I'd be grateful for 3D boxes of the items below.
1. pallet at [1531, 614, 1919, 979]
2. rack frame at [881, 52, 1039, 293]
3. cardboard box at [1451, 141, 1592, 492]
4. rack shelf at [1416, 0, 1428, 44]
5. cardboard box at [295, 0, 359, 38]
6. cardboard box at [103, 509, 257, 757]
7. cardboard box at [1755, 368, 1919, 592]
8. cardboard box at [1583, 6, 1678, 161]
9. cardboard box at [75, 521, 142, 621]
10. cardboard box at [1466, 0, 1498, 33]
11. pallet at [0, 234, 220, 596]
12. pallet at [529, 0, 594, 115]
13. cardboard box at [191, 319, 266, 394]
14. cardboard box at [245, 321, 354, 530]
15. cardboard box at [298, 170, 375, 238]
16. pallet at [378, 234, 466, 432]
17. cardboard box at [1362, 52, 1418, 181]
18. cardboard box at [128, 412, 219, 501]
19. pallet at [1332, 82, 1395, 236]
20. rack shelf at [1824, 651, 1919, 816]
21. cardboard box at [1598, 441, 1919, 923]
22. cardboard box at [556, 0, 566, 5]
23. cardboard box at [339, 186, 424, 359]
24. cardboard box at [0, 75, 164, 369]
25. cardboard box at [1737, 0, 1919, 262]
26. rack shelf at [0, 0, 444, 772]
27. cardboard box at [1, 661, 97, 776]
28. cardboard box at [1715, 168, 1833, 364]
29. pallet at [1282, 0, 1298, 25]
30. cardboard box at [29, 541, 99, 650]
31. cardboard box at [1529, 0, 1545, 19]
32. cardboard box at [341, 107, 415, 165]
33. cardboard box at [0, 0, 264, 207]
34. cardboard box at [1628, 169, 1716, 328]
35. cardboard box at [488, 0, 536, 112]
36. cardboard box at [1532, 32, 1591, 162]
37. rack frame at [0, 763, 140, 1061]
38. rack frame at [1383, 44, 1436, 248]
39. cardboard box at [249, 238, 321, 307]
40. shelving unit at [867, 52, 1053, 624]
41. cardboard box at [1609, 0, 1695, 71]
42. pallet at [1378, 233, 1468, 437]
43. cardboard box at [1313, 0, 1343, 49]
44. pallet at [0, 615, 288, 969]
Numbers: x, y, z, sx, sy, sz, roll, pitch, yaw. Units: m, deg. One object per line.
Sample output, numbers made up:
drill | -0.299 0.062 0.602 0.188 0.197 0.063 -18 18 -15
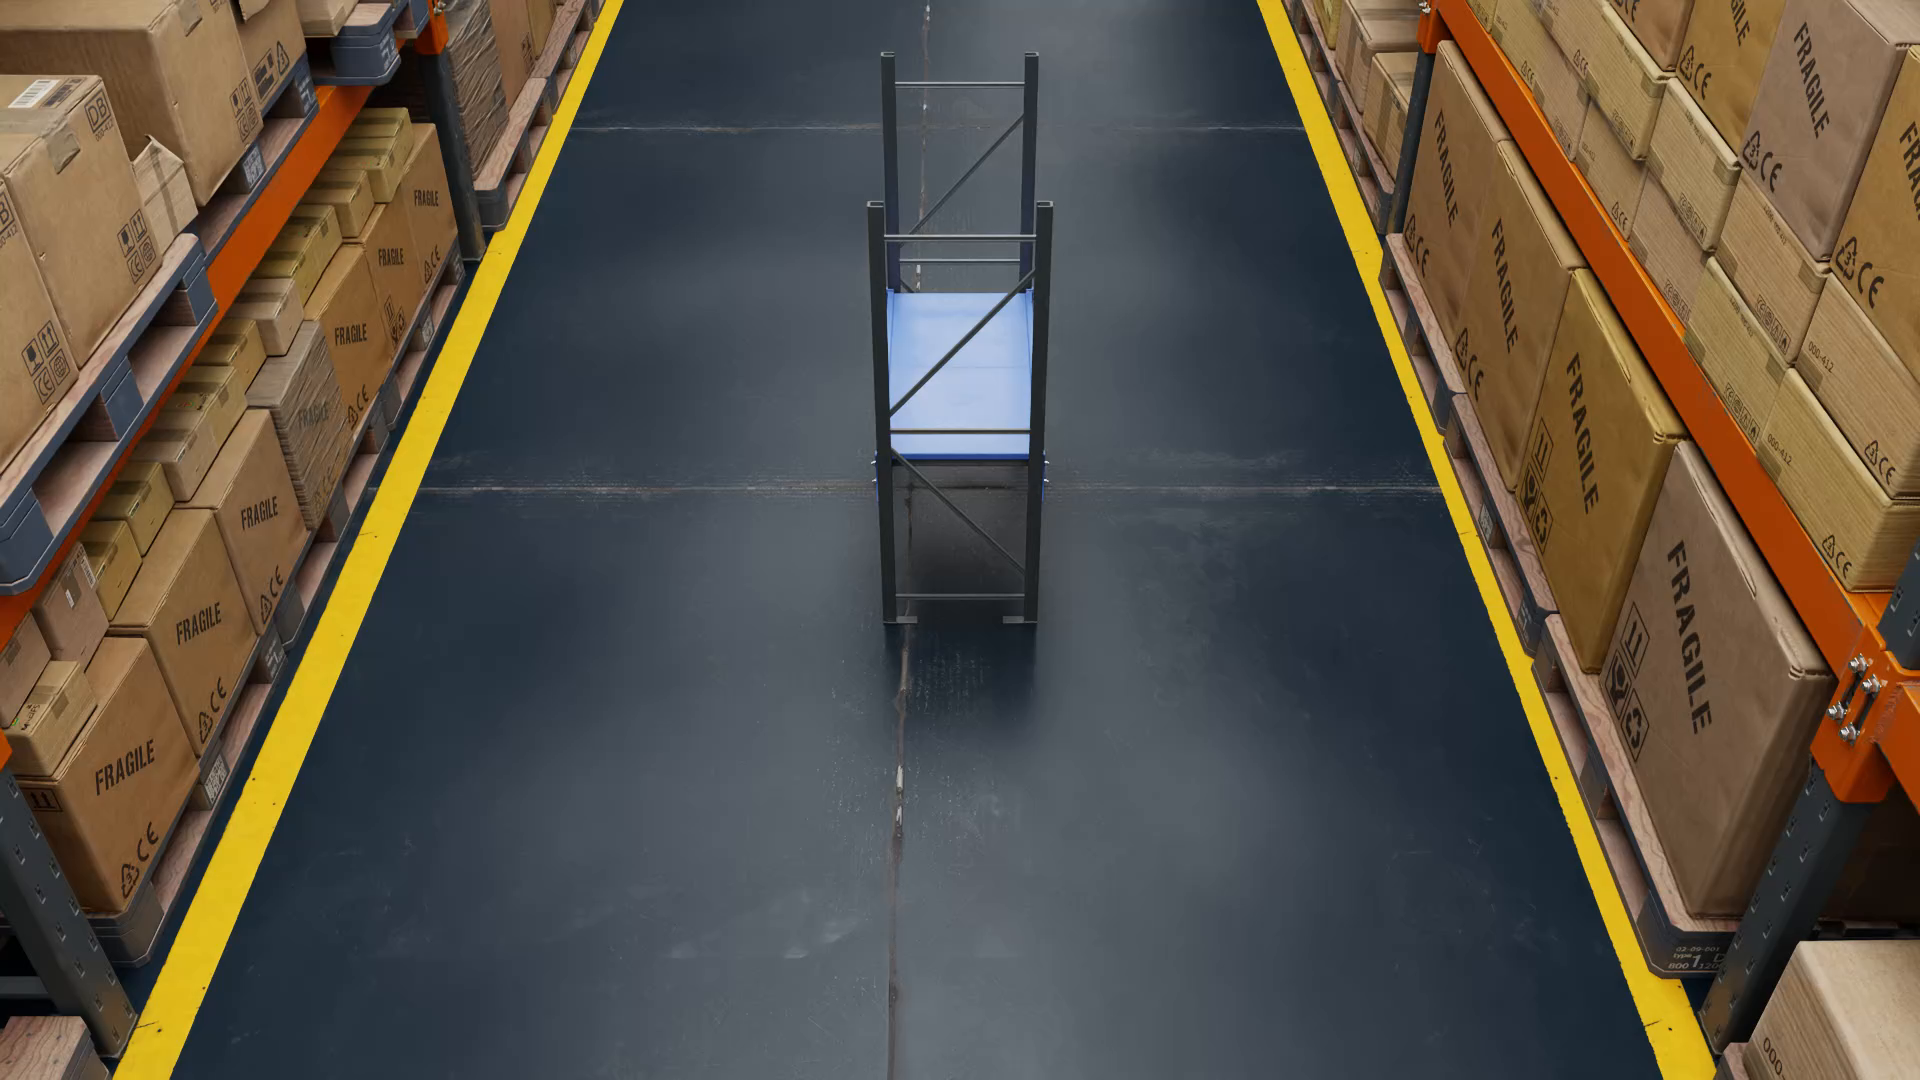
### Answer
pallet | 2.300 0.685 4.726 1.003 0.211 1.213 0 39 0
rack frame | -0.001 -0.956 5.744 0.500 1.500 0.032 0 39 0
cardboard box | 2.286 -0.767 5.671 0.875 0.875 0.875 0 39 1
rack shelf | 2.370 -3.392 8.159 1.077 0.370 4.000 0 39 0
cardboard box | -2.267 -1.862 5.458 0.500 0.250 0.500 -2 39 -2
cardboard box | -2.373 0.262 4.688 0.500 0.500 0.500 -1 39 -1
cardboard box | 2.124 -0.142 3.649 0.500 0.250 0.500 -1 39 -1
cardboard box | 2.101 -1.289 4.680 0.500 0.250 0.500 1 39 1
cardboard box | -2.411 0.086 4.389 0.380 0.149 0.250 -2 39 -2
cardboard box | 2.121 -2.057 6.038 0.500 0.250 0.500 -1 39 -1
pallet | -2.479 -0.339 3.928 1.003 0.211 1.213 0 39 0
pallet | -2.552 -2.603 8.830 1.003 0.211 1.213 0 39 0
cardboard box | -2.415 -0.566 5.202 0.380 0.149 0.250 0 39 0
cardboard box | -2.364 -0.375 5.482 0.500 0.500 0.500 -1 39 -2
cardboard box | -2.350 -1.213 6.010 0.380 0.149 0.250 -1 39 -2
pallet | -2.629 -0.861 6.655 1.003 0.211 1.213 0 39 0
cardboard box | 2.381 -1.913 7.505 0.950 0.372 0.625 -2 39 -3
cardboard box | -2.388 -0.242 4.797 0.380 0.149 0.250 0 39 0
pallet | 2.372 -1.822 7.855 1.003 0.211 1.213 0 39 0
rack shelf | 2.379 1.611 1.916 1.077 0.370 4.000 0 39 0
cardboard box | 2.296 0.357 4.269 0.875 0.875 0.875 1 39 1
cardboard box | -2.591 -3.343 9.086 0.875 0.625 0.625 0 39 0
cardboard box | -2.386 -1.027 6.296 0.500 0.500 0.500 -1 39 -1
cardboard box | -2.365 -0.744 3.864 0.700 0.500 0.500 0 39 0
cardboard box | 2.117 -0.952 3.660 0.500 0.500 0.500 1 39 1
rack shelf | -2.589 -0.884 5.030 1.077 0.370 4.000 0 39 0
cardboard box | -2.321 0.420 3.972 0.380 0.149 0.250 2 39 2
cardboard box | 2.125 -0.645 3.876 0.500 0.250 0.500 1 39 1
pallet | 2.370 -3.348 9.759 1.003 0.211 1.213 0 39 0
cardboard box | -2.370 0.141 4.082 0.380 0.149 0.250 -2 39 -2
cardboard box | 2.125 -1.918 5.465 0.500 0.250 0.500 1 39 1
cardboard box | -2.338 -1.549 6.428 0.380 0.149 0.250 -2 39 -2
cardboard box | -2.366 -1.235 4.476 0.700 0.500 0.500 0 39 0
cardboard box | 2.143 -0.776 4.440 0.500 0.250 0.500 -1 39 -1
cardboard box | -2.587 -2.452 7.974 0.875 0.625 0.625 1 39 1
cardboard box | 2.134 -1.408 5.228 0.500 0.250 0.500 1 39 1
rack frame | -2.587 0.086 3.244 1.000 3.000 0.127 0 39 0
rack frame | 2.372 -2.422 6.373 1.000 3.000 0.127 0 39 0
cardboard box | -2.395 -0.892 5.609 0.380 0.149 0.250 -1 39 -1
shelving unit | 0.000 -0.639 5.348 0.538 1.500 1.048 0 39 0
cardboard box | 2.120 -1.593 4.460 0.500 0.500 0.500 1 39 1
pallet | 2.297 -0.840 6.630 1.003 0.211 1.213 0 39 0
cardboard box | 2.377 -2.849 8.672 0.950 0.372 0.625 1 39 1
pallet | -2.626 0.665 4.751 1.003 0.211 1.213 0 39 0
